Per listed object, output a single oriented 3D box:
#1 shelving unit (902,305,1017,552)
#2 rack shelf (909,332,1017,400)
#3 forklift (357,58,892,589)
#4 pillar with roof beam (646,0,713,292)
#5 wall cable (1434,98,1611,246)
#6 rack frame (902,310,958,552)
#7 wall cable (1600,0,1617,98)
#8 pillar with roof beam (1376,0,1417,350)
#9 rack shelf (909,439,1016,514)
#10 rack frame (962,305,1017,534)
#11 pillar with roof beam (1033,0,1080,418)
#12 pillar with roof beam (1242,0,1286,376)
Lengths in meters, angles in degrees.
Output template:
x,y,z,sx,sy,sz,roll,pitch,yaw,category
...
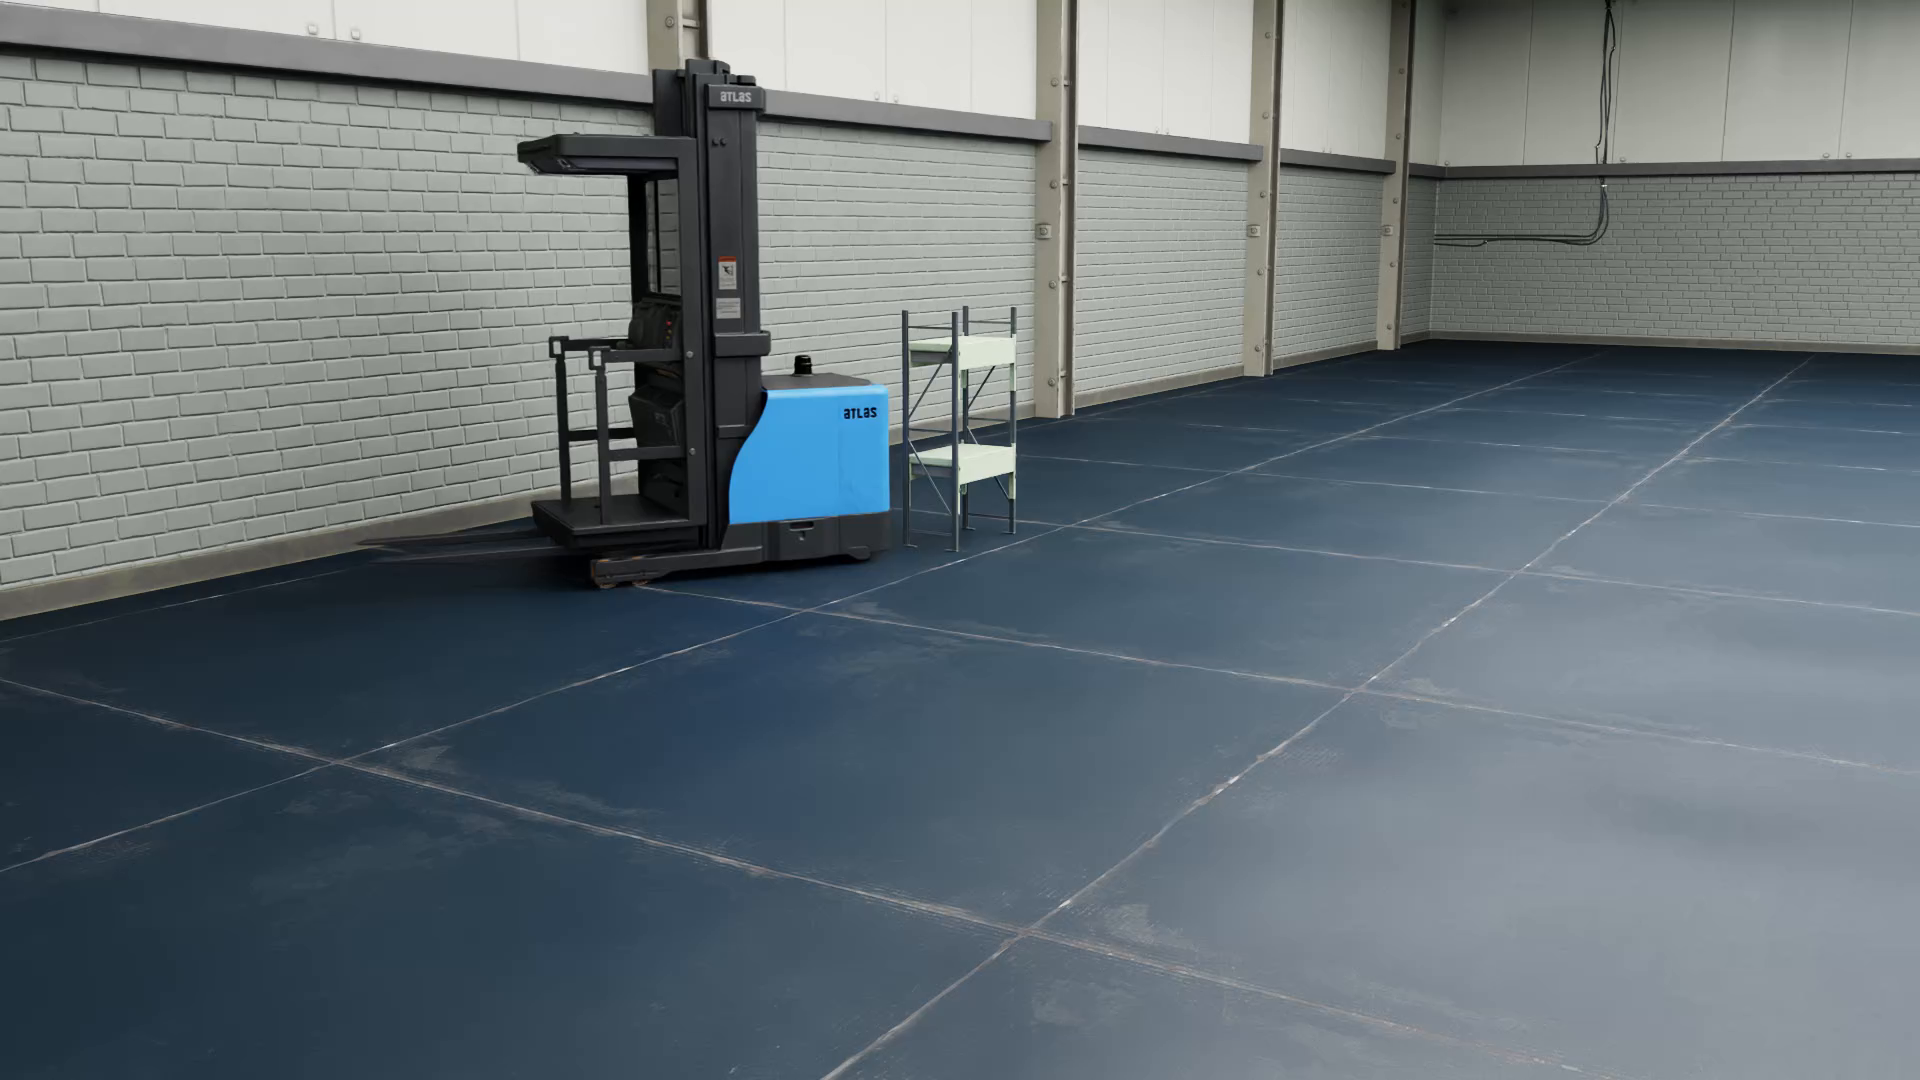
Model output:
x,y,z,sx,sy,sz,roll,pitch,yaw,category
0.003,-0.738,10.736,0.431,1.500,0.755,6,12,31,shelving unit
0.003,-1.122,10.664,0.431,0.370,0.720,6,12,31,rack shelf
-1.972,-1.276,9.722,3.031,2.935,1.130,-5,12,-26,forklift
1.585,-4.423,10.041,9.100,9.000,0.400,6,12,31,pillar with roof beam
9.911,-6.476,29.445,3.097,2.526,0.112,6,12,31,wall cable
-0.187,-0.681,10.429,0.400,1.500,0.023,6,12,31,rack frame
12.223,-8.700,27.600,3.097,2.526,0.112,6,12,31,wall cable
10.930,-7.254,25.162,9.100,9.000,0.400,6,12,31,pillar with roof beam
0.003,-0.418,10.796,0.431,0.370,0.720,6,12,31,rack shelf
0.193,-0.796,11.044,0.400,1.500,0.023,6,12,31,rack frame
4.700,-5.367,15.081,9.100,9.000,0.400,6,12,31,pillar with roof beam
7.815,-6.310,20.122,9.100,9.000,0.400,6,12,31,pillar with roof beam
